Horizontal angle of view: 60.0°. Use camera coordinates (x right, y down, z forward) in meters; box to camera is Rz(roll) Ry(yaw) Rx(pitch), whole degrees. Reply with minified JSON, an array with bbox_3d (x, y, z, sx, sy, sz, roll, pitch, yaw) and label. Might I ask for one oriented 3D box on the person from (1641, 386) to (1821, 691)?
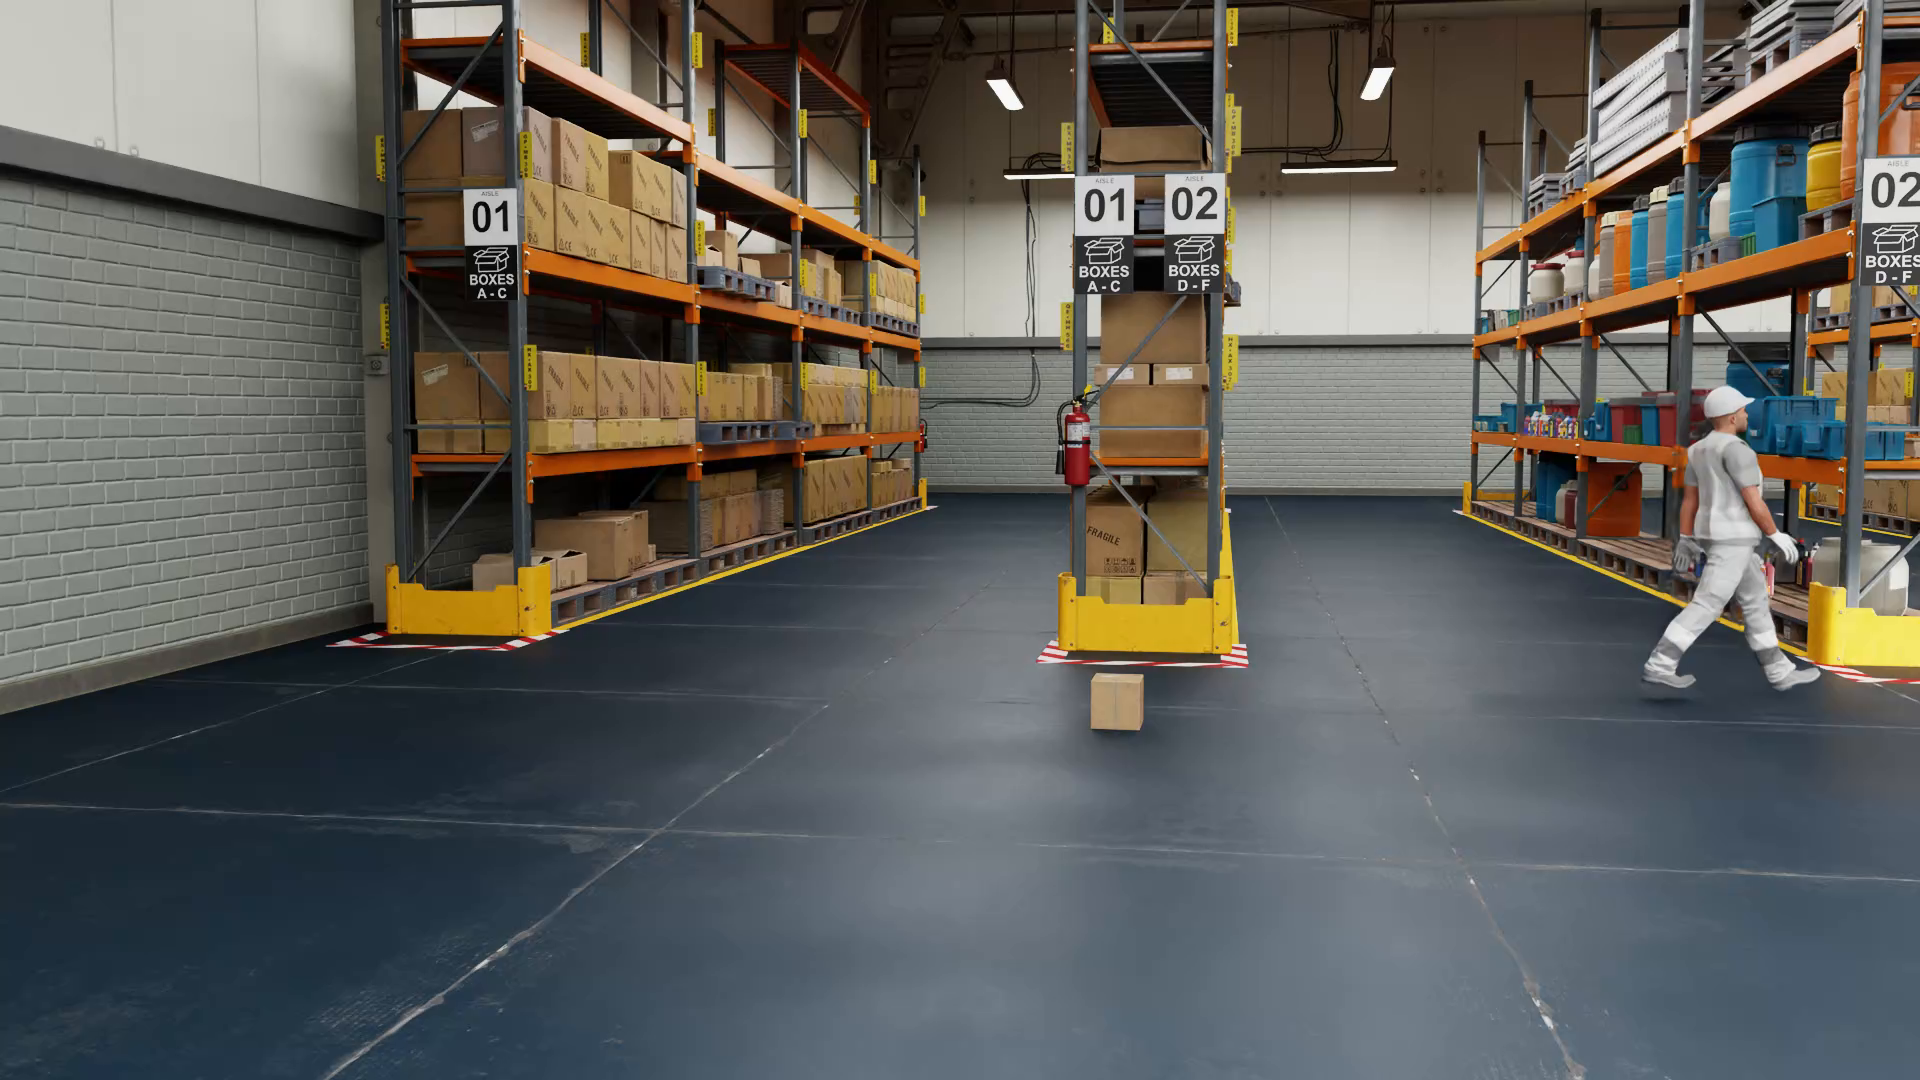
[{"bbox_3d":[4.397,0.004,9.379,1.070,1.738,0.533,0,4,3],"label":"person"}]
